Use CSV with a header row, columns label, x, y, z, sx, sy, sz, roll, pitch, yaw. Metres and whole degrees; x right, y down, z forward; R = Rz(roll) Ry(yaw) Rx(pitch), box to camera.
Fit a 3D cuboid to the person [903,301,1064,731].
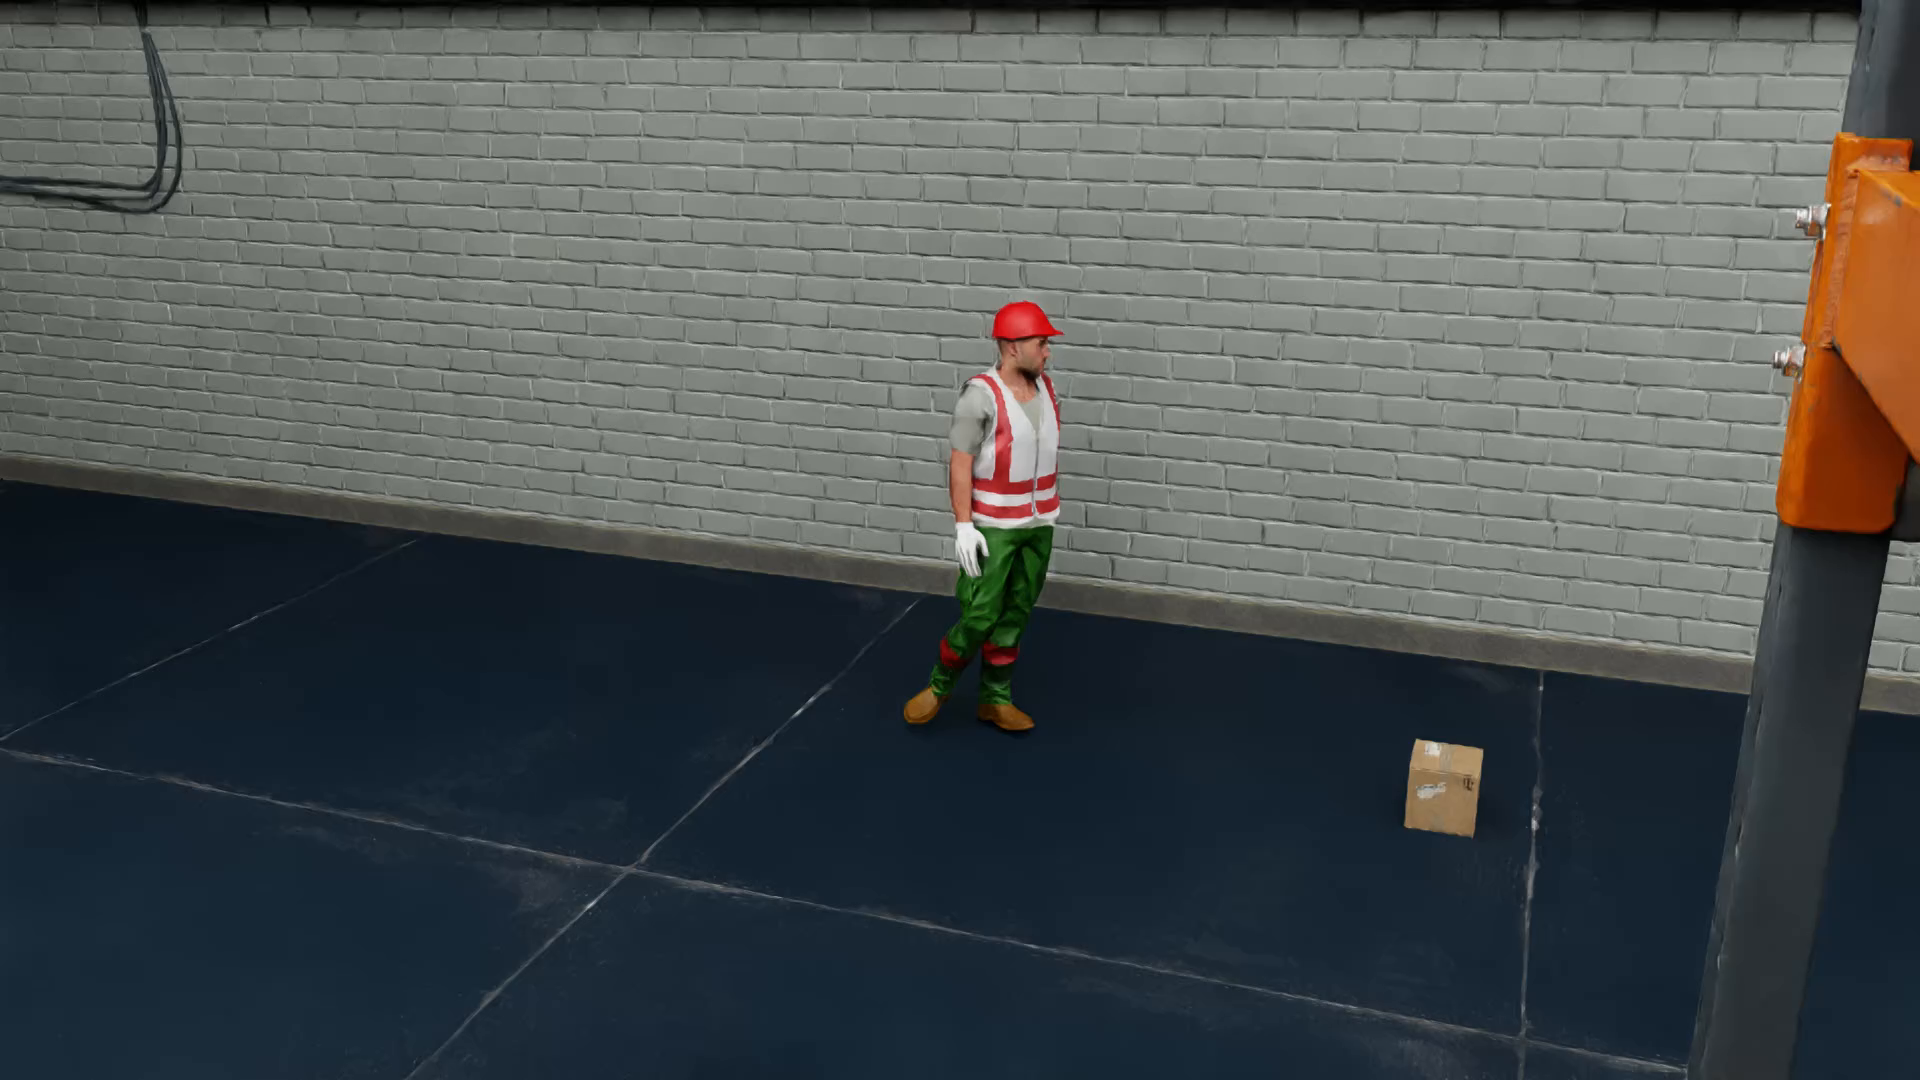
label,x,y,z,sx,sy,sz,roll,pitch,yaw
person,0.129,-0.069,6.675,0.711,1.781,0.430,-13,23,-35
